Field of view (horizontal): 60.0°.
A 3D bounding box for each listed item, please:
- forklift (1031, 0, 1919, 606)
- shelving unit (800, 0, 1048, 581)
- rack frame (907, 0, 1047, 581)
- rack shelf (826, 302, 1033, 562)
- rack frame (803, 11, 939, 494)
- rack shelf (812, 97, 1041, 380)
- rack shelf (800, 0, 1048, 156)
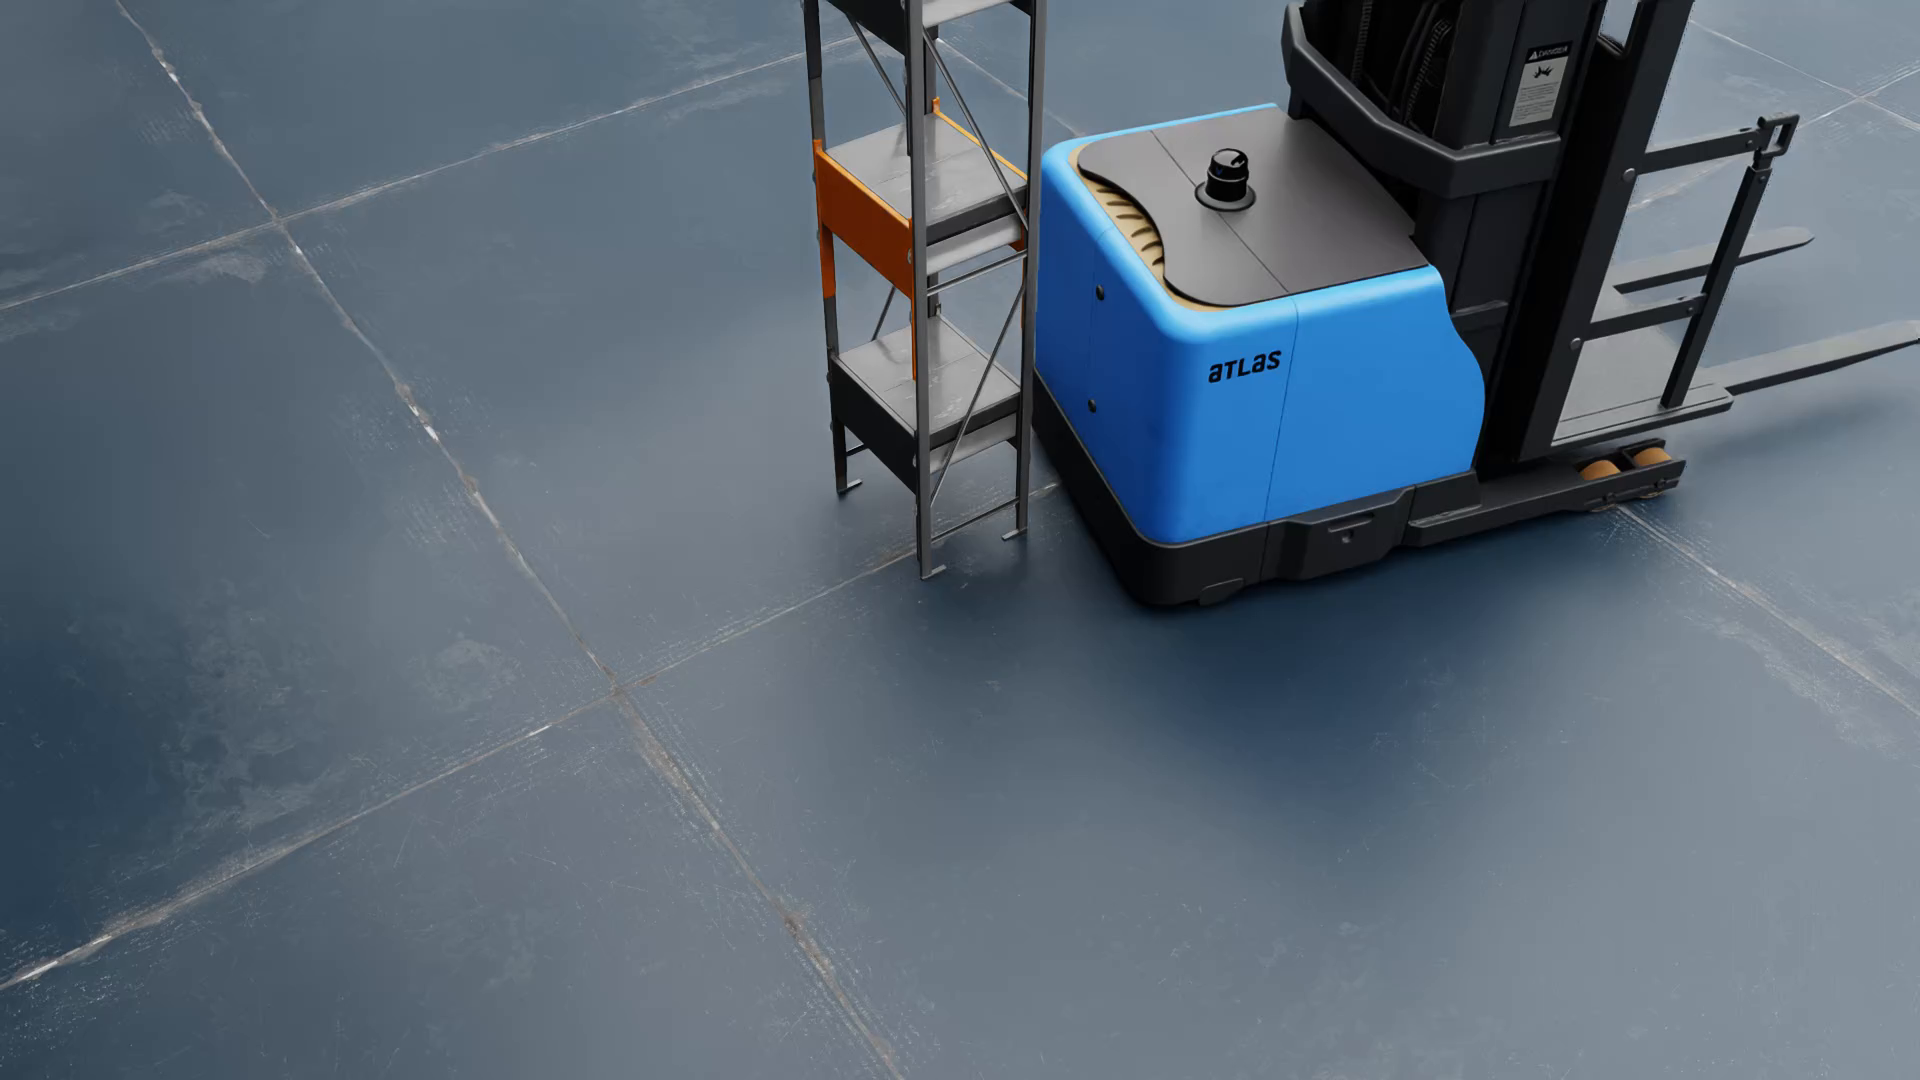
[{"bbox_3d":[1.796,-1.482,4.680,3.031,2.935,1.130,-14,45,-14],"label":"forklift"},{"bbox_3d":[-0.095,-0.853,4.623,0.431,2.100,0.503,-26,49,-24],"label":"shelving unit"},{"bbox_3d":[0.045,-0.715,4.478,0.400,2.100,0.015,-26,49,-24],"label":"rack frame"},{"bbox_3d":[-0.095,-0.337,5.116,0.431,0.518,0.480,-26,49,-24],"label":"rack shelf"},{"bbox_3d":[-0.234,-0.991,4.768,0.400,2.100,0.015,-26,49,-24],"label":"rack frame"},{"bbox_3d":[-0.095,-0.843,4.633,0.431,0.518,0.480,-26,49,-24],"label":"rack shelf"},{"bbox_3d":[-0.095,-1.350,4.149,0.431,0.518,0.480,-26,49,-24],"label":"rack shelf"}]
